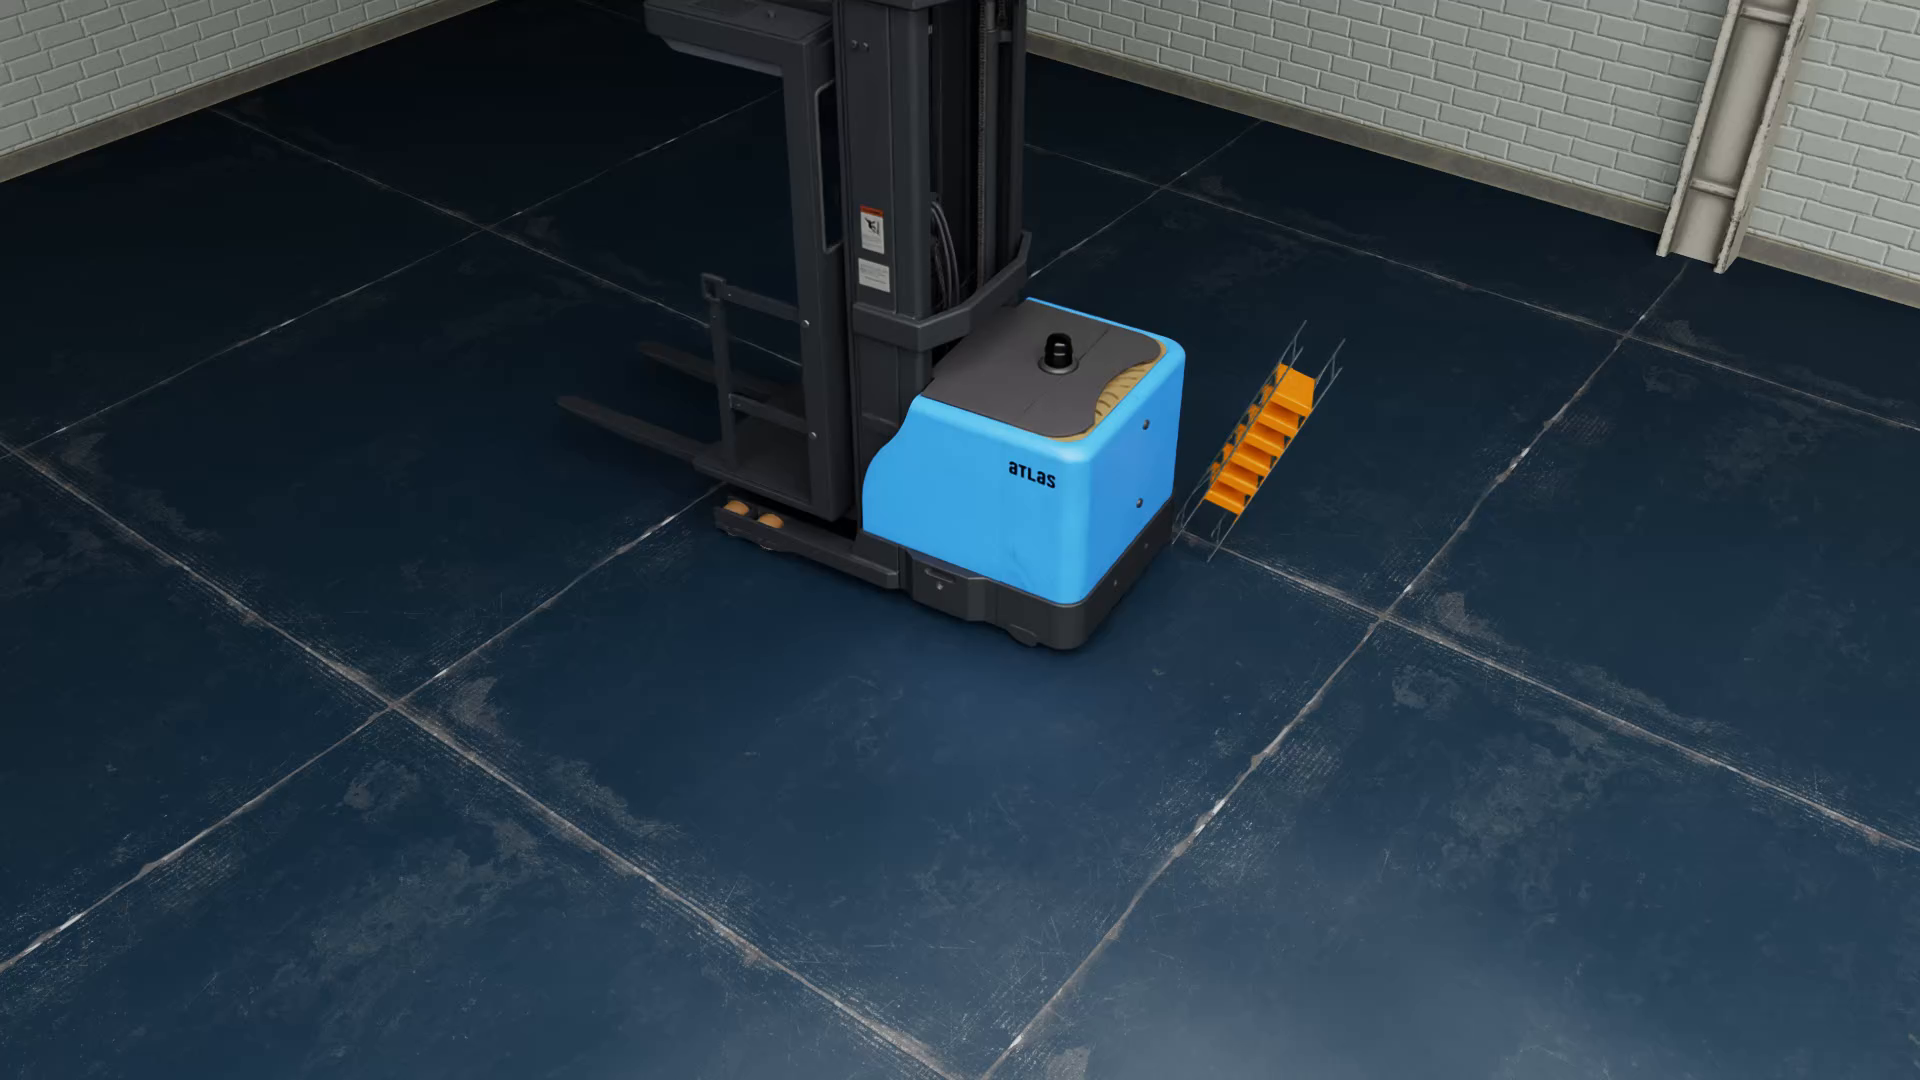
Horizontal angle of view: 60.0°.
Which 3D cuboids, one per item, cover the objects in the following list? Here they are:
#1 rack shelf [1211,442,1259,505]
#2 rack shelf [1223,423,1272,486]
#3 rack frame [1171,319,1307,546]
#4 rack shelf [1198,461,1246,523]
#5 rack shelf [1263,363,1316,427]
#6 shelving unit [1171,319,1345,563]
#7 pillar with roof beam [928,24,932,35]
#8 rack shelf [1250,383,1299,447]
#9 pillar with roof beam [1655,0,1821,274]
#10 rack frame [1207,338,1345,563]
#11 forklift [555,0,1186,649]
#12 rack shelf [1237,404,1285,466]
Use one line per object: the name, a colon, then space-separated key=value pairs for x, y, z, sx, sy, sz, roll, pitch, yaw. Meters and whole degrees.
rack shelf: x=1.235 y=-0.302 z=7.420 sx=0.180 sy=0.103 sz=0.258 roll=25 pitch=40 yaw=-4
rack shelf: x=1.279 y=-0.383 z=7.344 sx=0.180 sy=0.103 sz=0.258 roll=25 pitch=40 yaw=-4
rack frame: x=1.213 y=-0.452 z=7.309 sx=0.006 sy=1.200 sz=0.240 roll=25 pitch=40 yaw=-4
rack shelf: x=1.191 y=-0.220 z=7.496 sx=0.180 sy=0.103 sz=0.258 roll=25 pitch=40 yaw=-4
rack shelf: x=1.412 y=-0.627 z=7.115 sx=0.180 sy=0.103 sz=0.258 roll=25 pitch=40 yaw=-4
shelving unit: x=1.296 y=-0.413 z=7.315 sx=0.189 sy=1.200 sz=0.258 roll=25 pitch=40 yaw=-4
pillar with roof beam: x=-2.979 y=-5.390 z=7.335 sx=0.400 sy=9.000 sz=9.100 roll=25 pitch=45 yaw=29
rack shelf: x=1.368 y=-0.545 z=7.191 sx=0.180 sy=0.103 sz=0.258 roll=25 pitch=40 yaw=-4
pillar with roof beam: x=1.787 y=-3.143 z=4.465 sx=0.400 sy=9.000 sz=9.100 roll=25 pitch=45 yaw=29
rack frame: x=1.378 y=-0.374 z=7.322 sx=0.006 sy=1.200 sz=0.240 roll=25 pitch=40 yaw=-4
forklift: x=-0.550 y=-1.366 z=7.118 sx=3.031 sy=2.935 sz=1.130 roll=20 pitch=42 yaw=24
rack shelf: x=1.324 y=-0.464 z=7.267 sx=0.180 sy=0.103 sz=0.258 roll=25 pitch=40 yaw=-4
